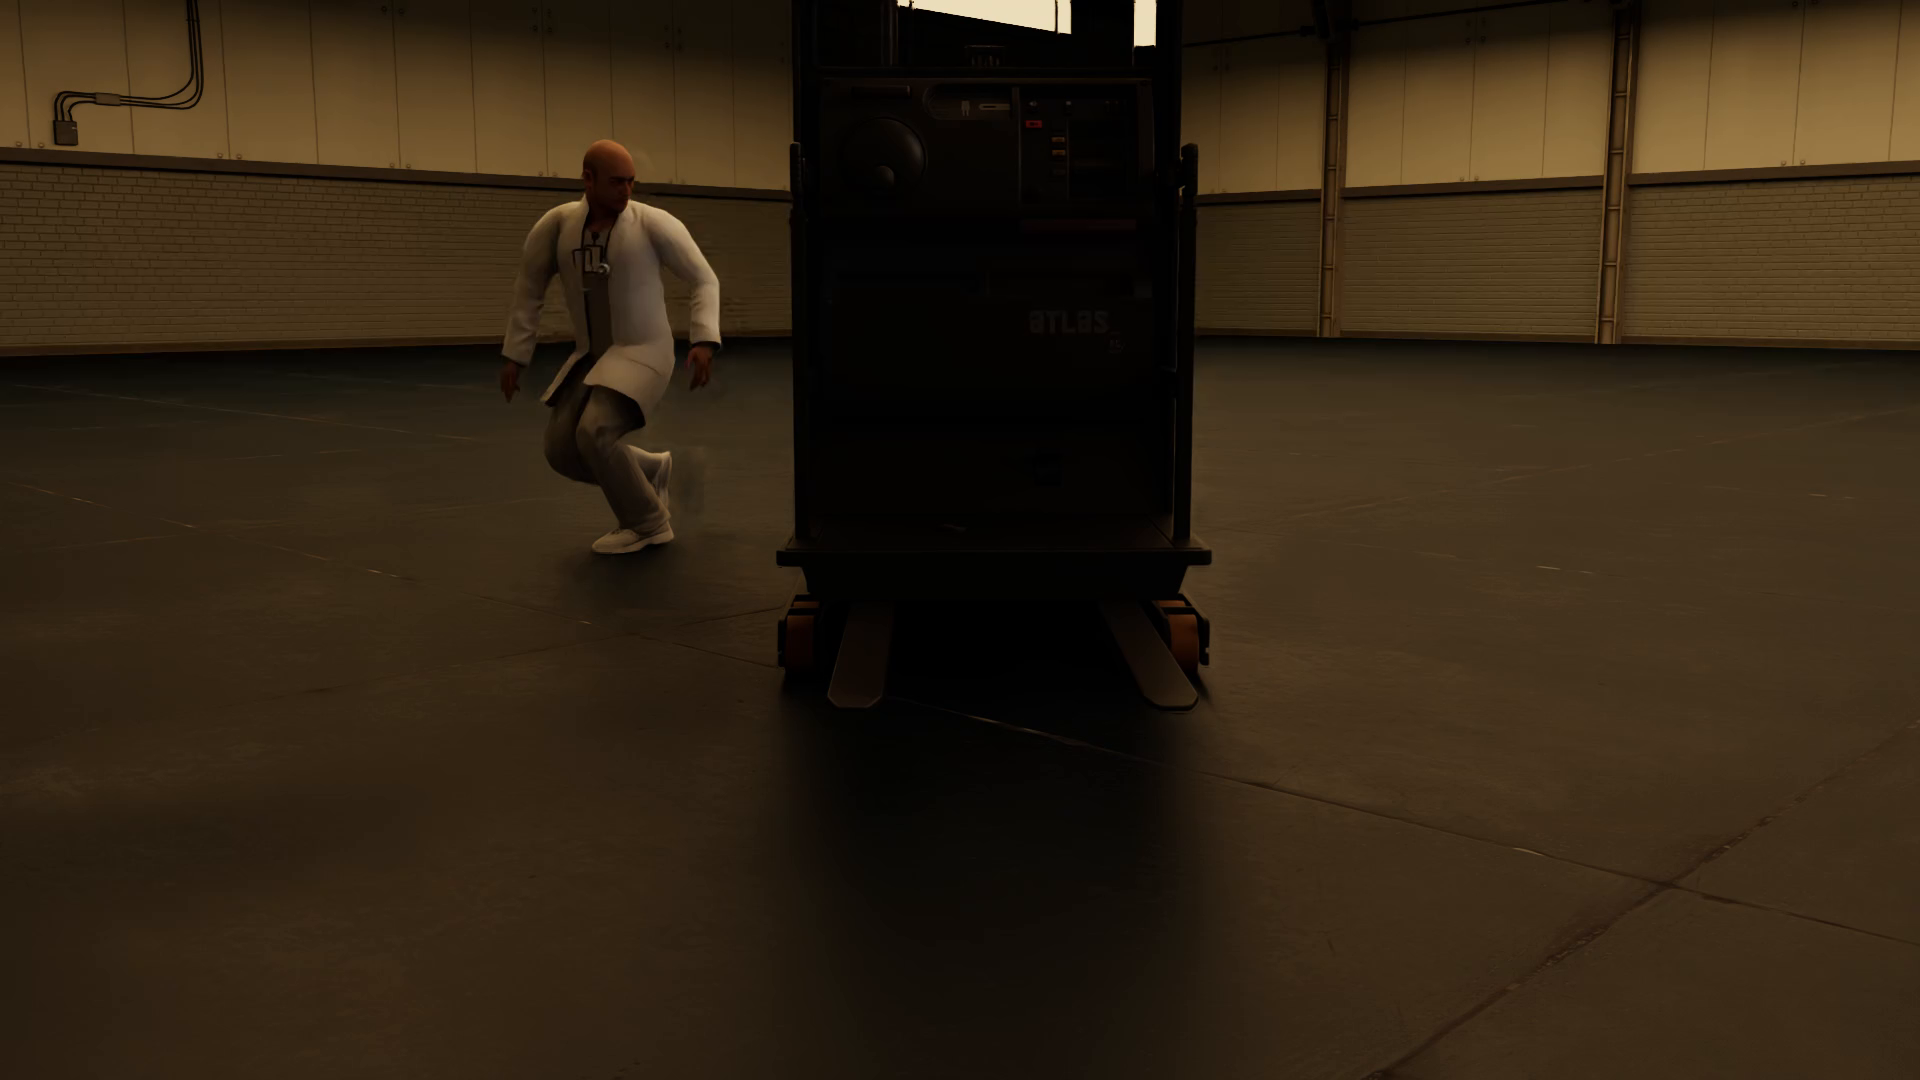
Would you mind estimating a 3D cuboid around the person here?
[{"bbox_3d":[-1.309,-0.737,6.482,0.877,1.573,0.669,4,9,24],"label":"person"}]

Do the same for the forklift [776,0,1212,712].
[{"bbox_3d":[0.080,-1.139,4.436,1.130,2.935,3.031,0,9,-1],"label":"forklift"}]
